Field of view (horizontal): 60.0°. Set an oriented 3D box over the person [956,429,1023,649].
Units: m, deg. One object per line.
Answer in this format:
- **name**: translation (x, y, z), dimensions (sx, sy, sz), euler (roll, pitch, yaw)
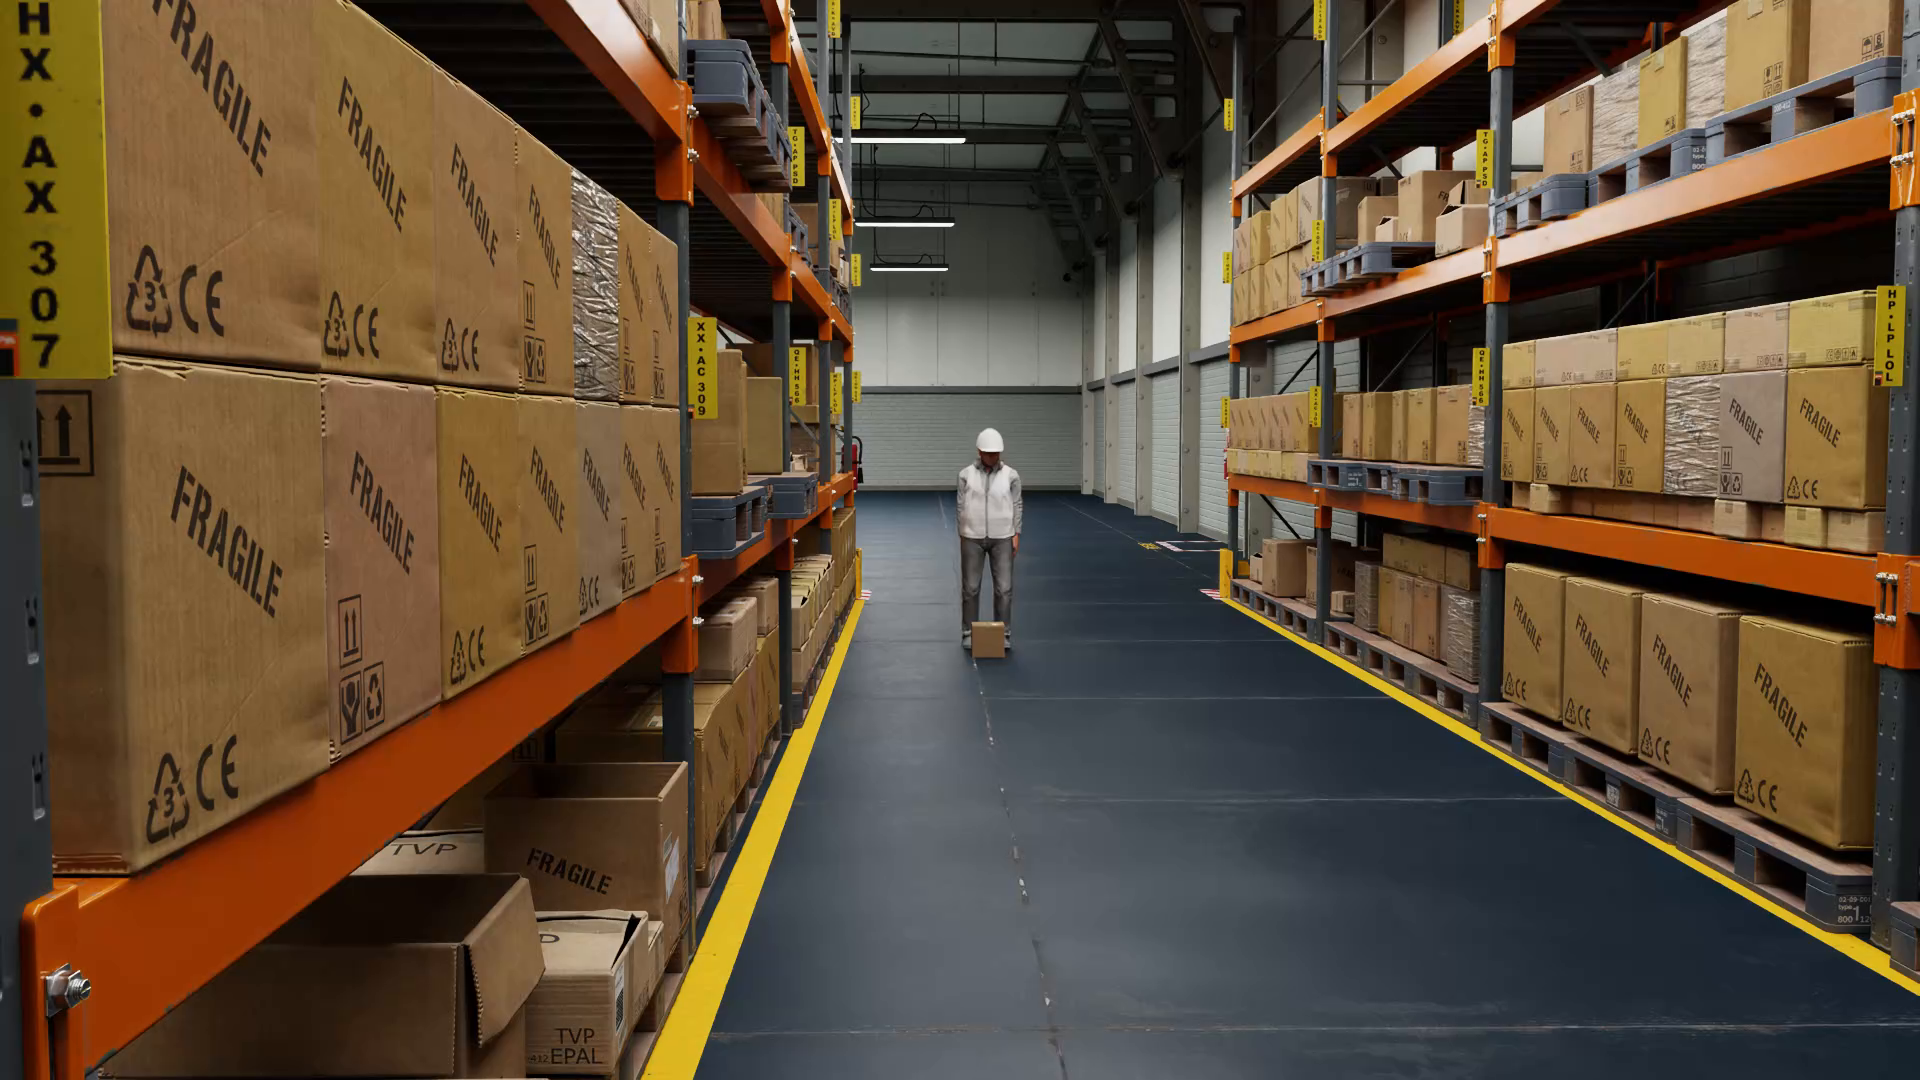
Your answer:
- **person**: translation (0.239, -0.009, 13.306), dimensions (0.536, 1.762, 0.369), euler (0, 4, 0)
